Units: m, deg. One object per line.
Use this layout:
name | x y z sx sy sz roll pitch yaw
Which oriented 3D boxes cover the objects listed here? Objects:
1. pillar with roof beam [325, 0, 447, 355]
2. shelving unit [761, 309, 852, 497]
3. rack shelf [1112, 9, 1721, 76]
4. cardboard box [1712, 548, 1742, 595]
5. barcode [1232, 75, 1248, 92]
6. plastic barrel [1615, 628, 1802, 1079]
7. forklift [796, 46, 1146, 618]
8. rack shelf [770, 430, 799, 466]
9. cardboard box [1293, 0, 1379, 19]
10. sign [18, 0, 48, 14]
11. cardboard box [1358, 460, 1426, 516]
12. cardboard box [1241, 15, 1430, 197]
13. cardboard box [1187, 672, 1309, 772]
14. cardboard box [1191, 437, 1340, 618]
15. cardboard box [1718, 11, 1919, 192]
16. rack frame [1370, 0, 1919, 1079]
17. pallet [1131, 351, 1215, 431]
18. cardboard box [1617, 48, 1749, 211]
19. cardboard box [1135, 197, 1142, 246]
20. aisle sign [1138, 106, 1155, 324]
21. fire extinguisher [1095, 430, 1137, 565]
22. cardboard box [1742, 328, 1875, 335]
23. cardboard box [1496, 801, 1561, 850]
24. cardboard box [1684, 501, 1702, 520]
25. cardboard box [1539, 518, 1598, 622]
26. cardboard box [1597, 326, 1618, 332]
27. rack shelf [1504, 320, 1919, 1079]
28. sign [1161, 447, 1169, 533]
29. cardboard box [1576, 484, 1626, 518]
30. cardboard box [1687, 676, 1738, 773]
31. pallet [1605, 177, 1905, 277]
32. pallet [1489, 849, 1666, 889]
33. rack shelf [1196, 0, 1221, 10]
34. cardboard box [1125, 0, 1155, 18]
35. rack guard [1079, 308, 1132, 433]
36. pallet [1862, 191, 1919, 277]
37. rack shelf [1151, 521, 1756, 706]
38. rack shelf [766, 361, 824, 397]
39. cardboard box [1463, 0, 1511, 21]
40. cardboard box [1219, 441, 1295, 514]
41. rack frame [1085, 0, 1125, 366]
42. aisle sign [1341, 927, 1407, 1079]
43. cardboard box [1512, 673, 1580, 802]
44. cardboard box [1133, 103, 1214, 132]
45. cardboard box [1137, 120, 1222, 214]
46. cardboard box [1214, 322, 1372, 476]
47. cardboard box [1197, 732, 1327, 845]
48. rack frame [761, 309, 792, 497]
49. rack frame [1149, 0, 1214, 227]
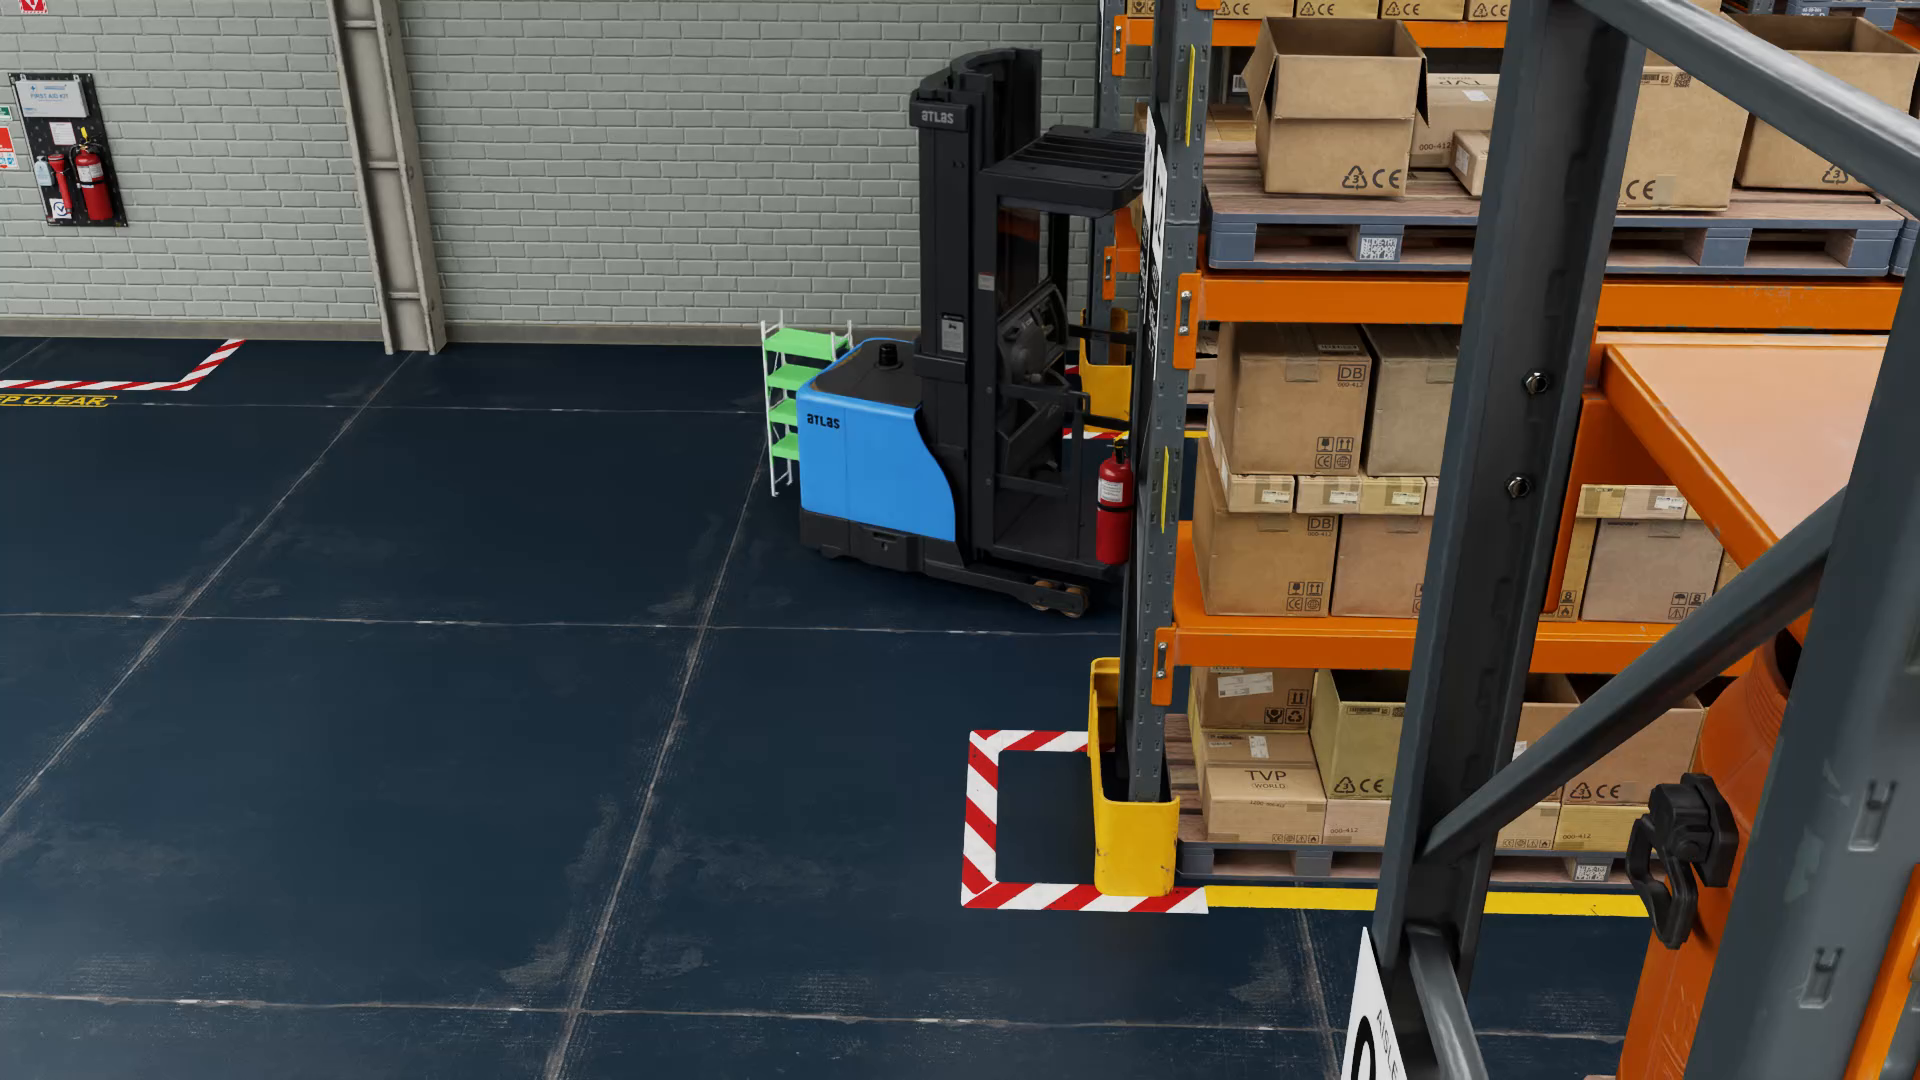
pillar with roof beam | -4.434 -3.481 7.209 0.400 9.000 9.100 1 28 2
shelving unit | -0.943 -0.818 10.509 0.503 1.200 0.258 11 30 21
rack shelf | 2.983 -3.328 10.890 4.000 0.370 1.077 1 28 2
cardboard box | 3.339 -0.033 7.003 0.500 0.500 0.700 1 28 3
barcode | 1.132 -1.837 6.691 0.075 0.075 0.001 1 28 2
plastic barrel | 1.125 0.532 1.934 0.708 0.830 0.600 1 28 2
forklift | 0.594 -1.140 9.271 3.031 2.935 1.130 12 30 21
rack shelf | -0.941 -0.550 10.651 0.480 0.148 0.258 11 30 21
cardboard box | 2.364 -3.577 10.464 0.500 0.500 0.500 2 28 4
sign | -6.755 -3.975 12.072 0.199 0.298 0.001 1 28 2
cardboard box | 1.711 -0.250 6.720 0.250 0.149 0.380 1 28 2
cardboard box | 1.387 -1.641 6.233 0.637 0.503 0.797 3 28 5
cardboard box | 1.360 0.865 7.902 0.500 0.250 0.500 1 28 2
cardboard box | 1.279 -0.065 7.063 0.500 0.500 0.700 1 28 2
cardboard box | 3.169 -1.673 6.293 0.637 0.503 0.797 4 28 7
rack frame | 0.635 -0.367 1.334 0.127 3.000 1.000 1 28 2
pallet | 1.871 -1.090 12.081 1.213 0.211 1.003 1 28 2
cardboard box | 2.463 -1.496 5.962 0.500 0.500 0.500 1 28 2
cardboard box | 1.461 -2.139 11.222 0.500 0.250 0.500 0 28 0
aisle sign | 0.758 -1.322 6.765 0.004 0.787 0.394 1 28 2
fire extinguisher | 0.712 -0.220 7.545 0.183 0.674 0.296 1 28 2
cardboard box | 3.362 -0.607 6.700 0.500 0.500 0.700 1 28 2
cardboard box | 2.341 1.123 7.417 0.500 0.250 0.500 1 28 2
cardboard box | 2.997 -0.228 6.678 0.250 0.149 0.380 2 28 3
cardboard box | 2.300 -0.048 7.031 0.500 0.500 0.700 1 28 2
cardboard box | 2.362 -0.623 6.731 0.500 0.500 0.700 1 28 2
rack shelf | 2.634 0.161 1.534 4.000 0.370 1.077 1 28 2
sign | 0.788 -0.192 6.401 0.005 0.325 0.100 1 28 2
cardboard box | 2.485 -0.238 6.696 0.250 0.149 0.380 1 28 1
cardboard box | 3.341 0.804 7.217 0.500 0.500 0.500 1 28 2
pallet | 2.741 -1.278 6.350 1.213 0.211 1.003 1 28 2
pallet | 2.795 1.212 7.738 1.213 0.211 1.003 1 28 2
rack shelf | 2.812 -2.158 5.907 4.000 0.370 1.077 1 28 2
cardboard box | 1.310 -3.609 10.525 0.500 0.500 0.500 2 28 3
rack guard | 1.060 -1.248 12.070 0.348 0.500 1.175 1 28 2
pallet | 3.957 -1.257 6.310 1.213 0.211 1.003 1 28 2
rack shelf | 2.812 0.316 7.219 4.000 0.370 1.077 1 28 2
rack shelf | -0.944 -0.974 10.427 0.480 0.148 0.258 11 30 21
cardboard box | 3.408 -3.564 10.440 0.500 0.500 0.500 0 28 0
cardboard box | 1.198 -0.258 6.735 0.250 0.149 0.380 1 28 1
rack frame | 0.984 -2.353 11.487 0.127 3.000 1.000 1 28 2
aisle sign | 0.573 0.995 2.395 0.004 0.787 0.394 1 28 2
cardboard box | 2.341 0.786 7.251 0.500 0.500 0.500 1 28 2
cardboard box | 1.463 -2.719 11.515 0.500 0.500 0.500 1 28 1
cardboard box | 1.451 -2.479 11.061 0.500 0.500 0.500 1 28 2
cardboard box | 1.332 -0.637 6.758 0.500 0.500 0.700 1 28 2
cardboard box | 1.341 1.108 7.445 0.500 0.250 0.500 1 28 2
rack frame | -1.166 -0.864 10.598 0.015 1.200 0.240 11 30 21
rack frame | 0.813 -2.685 5.707 0.127 3.000 1.000 1 28 2
